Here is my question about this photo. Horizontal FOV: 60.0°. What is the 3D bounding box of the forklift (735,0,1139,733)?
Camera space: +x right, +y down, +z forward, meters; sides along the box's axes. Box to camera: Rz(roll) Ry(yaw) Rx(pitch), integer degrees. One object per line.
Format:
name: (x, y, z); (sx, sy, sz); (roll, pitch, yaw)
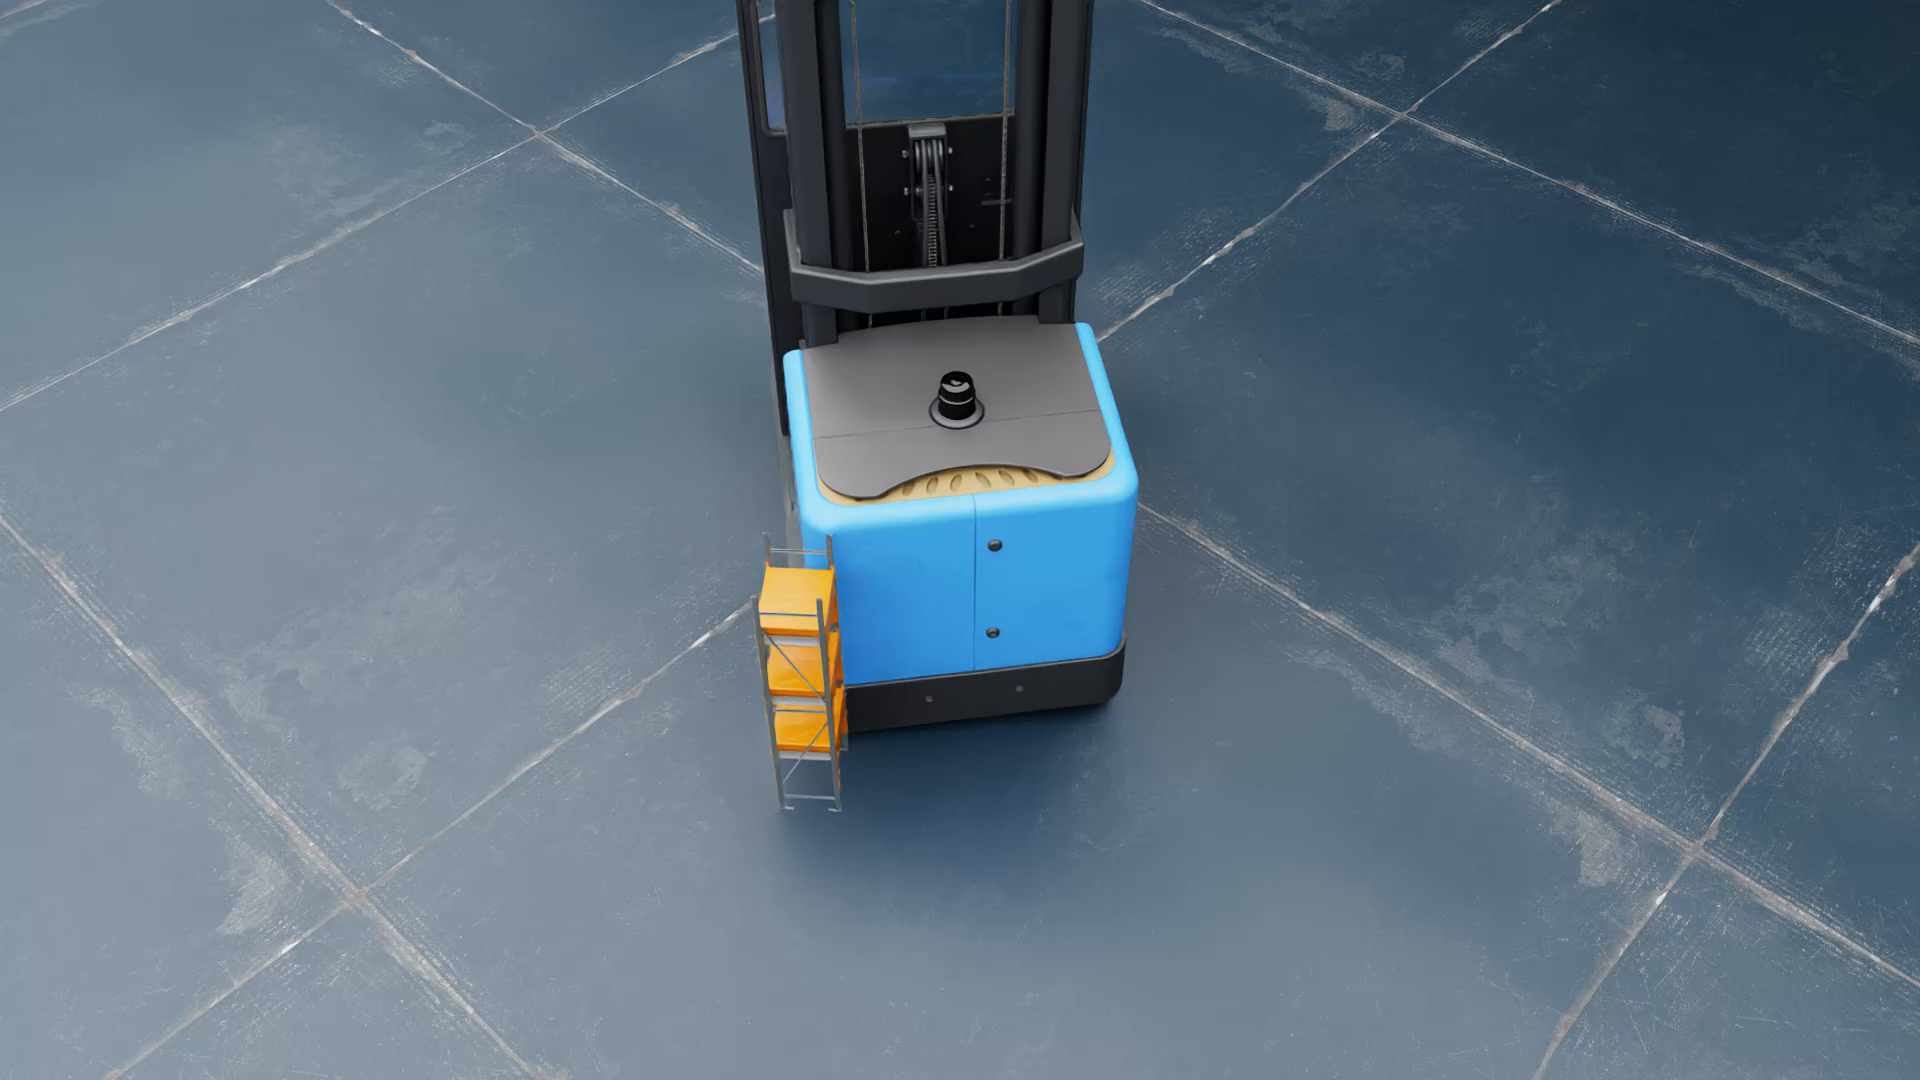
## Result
forklift: (-0.171, -1.448, 5.599); (1.130, 2.935, 3.031); (-6, 47, -6)

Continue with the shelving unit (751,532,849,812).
shelving unit: (-0.479, 0.432, 5.124); (0.215, 1.050, 0.252); (2, 47, 2)

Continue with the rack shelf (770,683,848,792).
rack shelf: (-0.479, 0.629, 5.335); (0.215, 0.259, 0.240); (2, 47, 2)

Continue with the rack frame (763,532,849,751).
rack frame: (-0.472, 0.343, 5.208); (0.200, 1.050, 0.008); (2, 47, 2)

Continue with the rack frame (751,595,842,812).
rack frame: (-0.486, 0.521, 5.041); (0.200, 1.050, 0.008); (2, 47, 2)

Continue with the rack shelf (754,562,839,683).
rack shelf: (-0.479, 0.245, 4.925); (0.215, 0.259, 0.240); (2, 47, 2)

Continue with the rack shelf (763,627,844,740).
rack shelf: (-0.479, 0.439, 5.132); (0.215, 0.259, 0.240); (2, 47, 2)
